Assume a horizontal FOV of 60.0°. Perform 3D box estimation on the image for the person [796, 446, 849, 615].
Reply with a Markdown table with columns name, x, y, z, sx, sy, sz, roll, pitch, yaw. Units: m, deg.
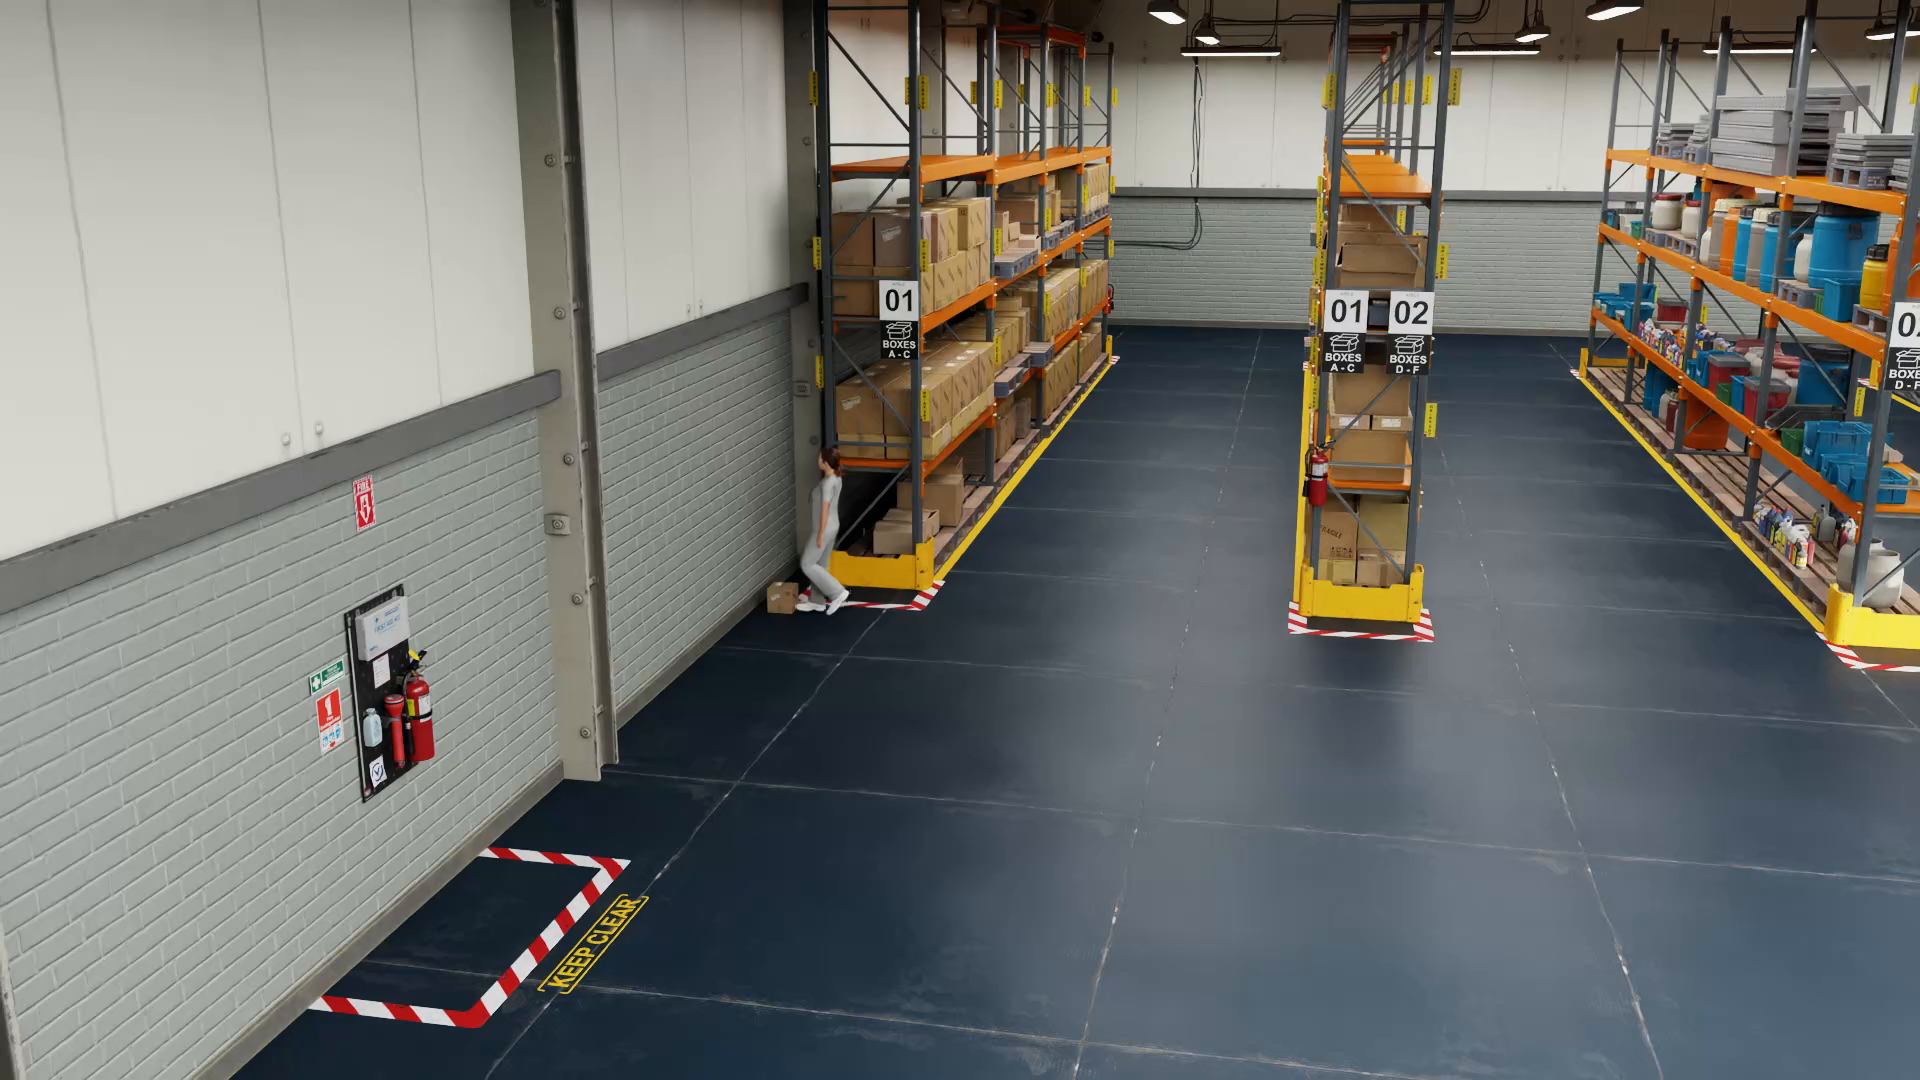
| name | x | y | z | sx | sy | sz | roll | pitch | yaw |
| --- | --- | --- | --- | --- | --- | --- | --- | --- | --- |
| person | -1.357 | -0.090 | 16.272 | 0.572 | 1.669 | 0.479 | 2 | 15 | 7 |
